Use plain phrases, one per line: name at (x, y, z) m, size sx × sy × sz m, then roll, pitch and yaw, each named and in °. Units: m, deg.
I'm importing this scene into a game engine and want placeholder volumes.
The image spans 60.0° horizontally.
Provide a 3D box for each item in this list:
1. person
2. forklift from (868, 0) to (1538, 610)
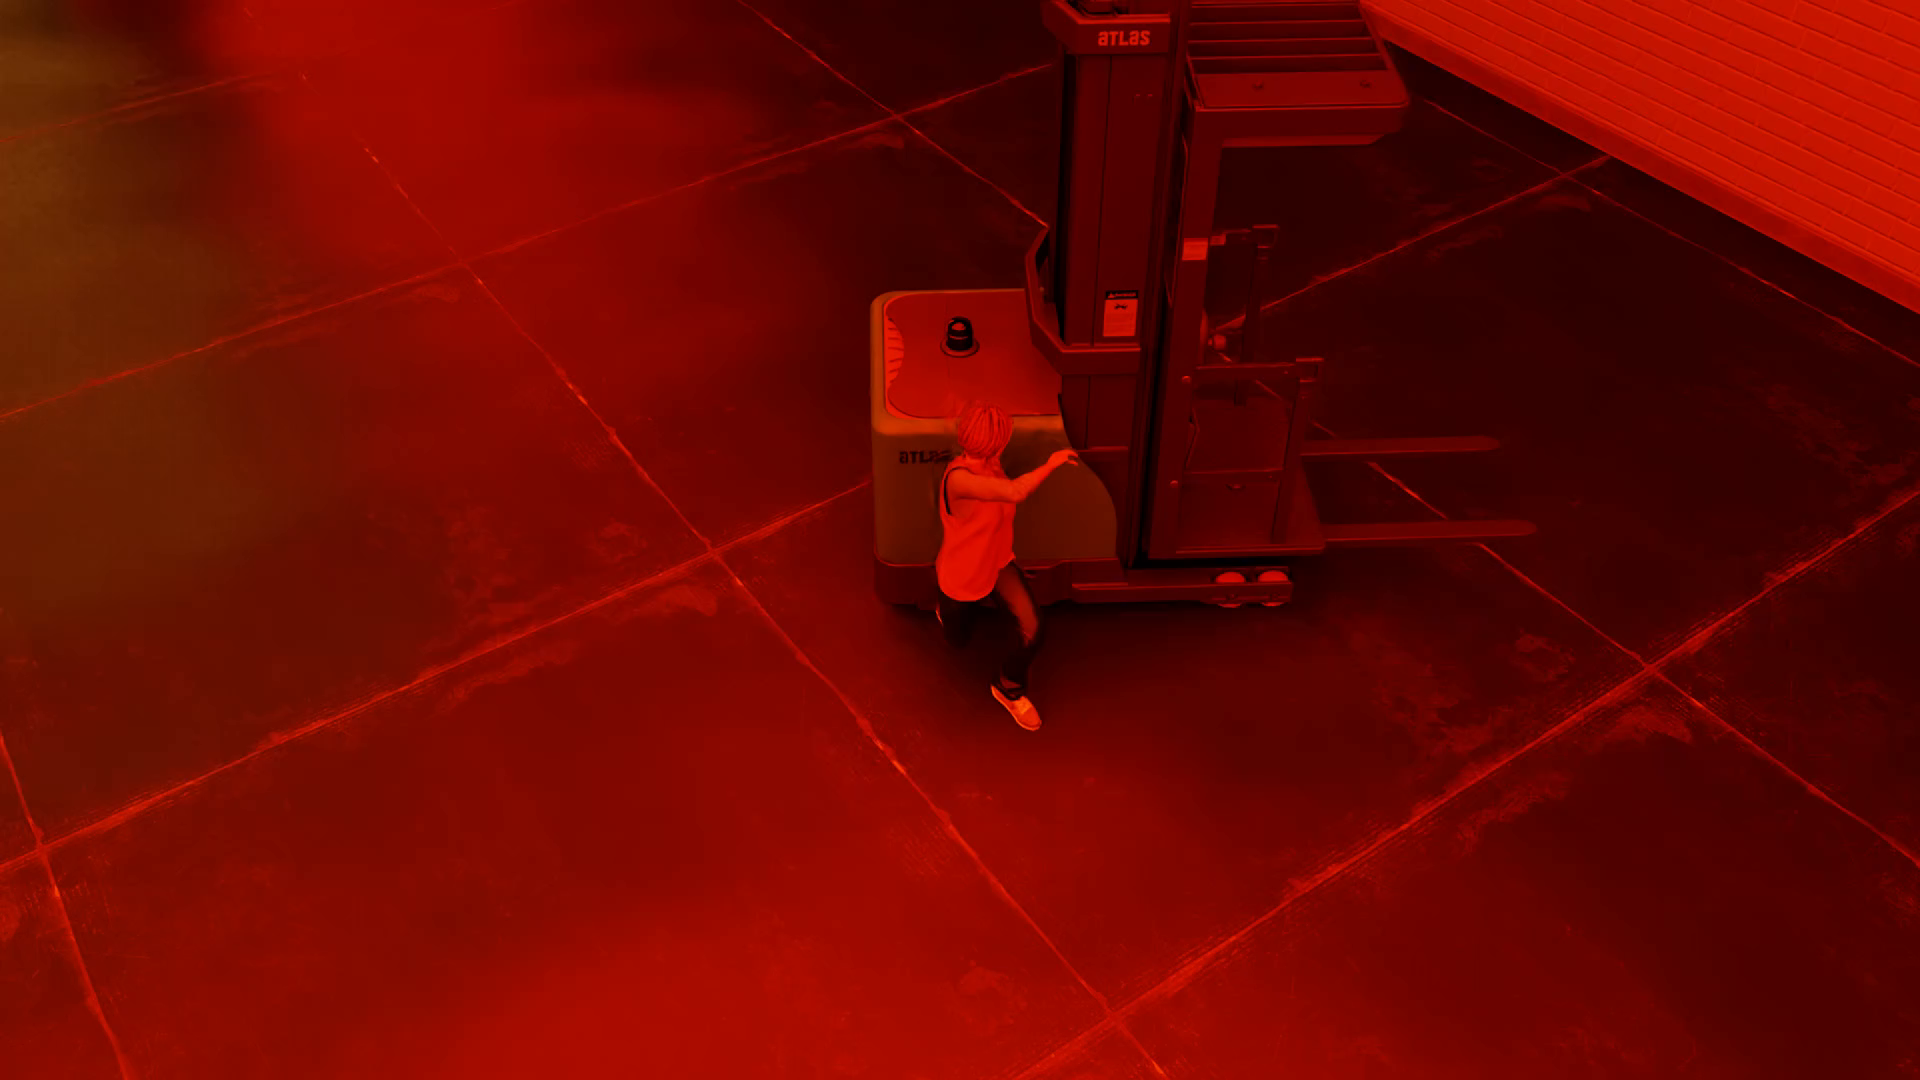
person at (0.241, -0.005, 6.915) m, size 0.776 × 1.318 × 0.882 m, roll -26°, pitch 49°, yaw -25°
forklift at (1.114, -1.131, 6.943) m, size 3.031 × 2.935 × 1.130 m, roll -2°, pitch 43°, yaw -2°
